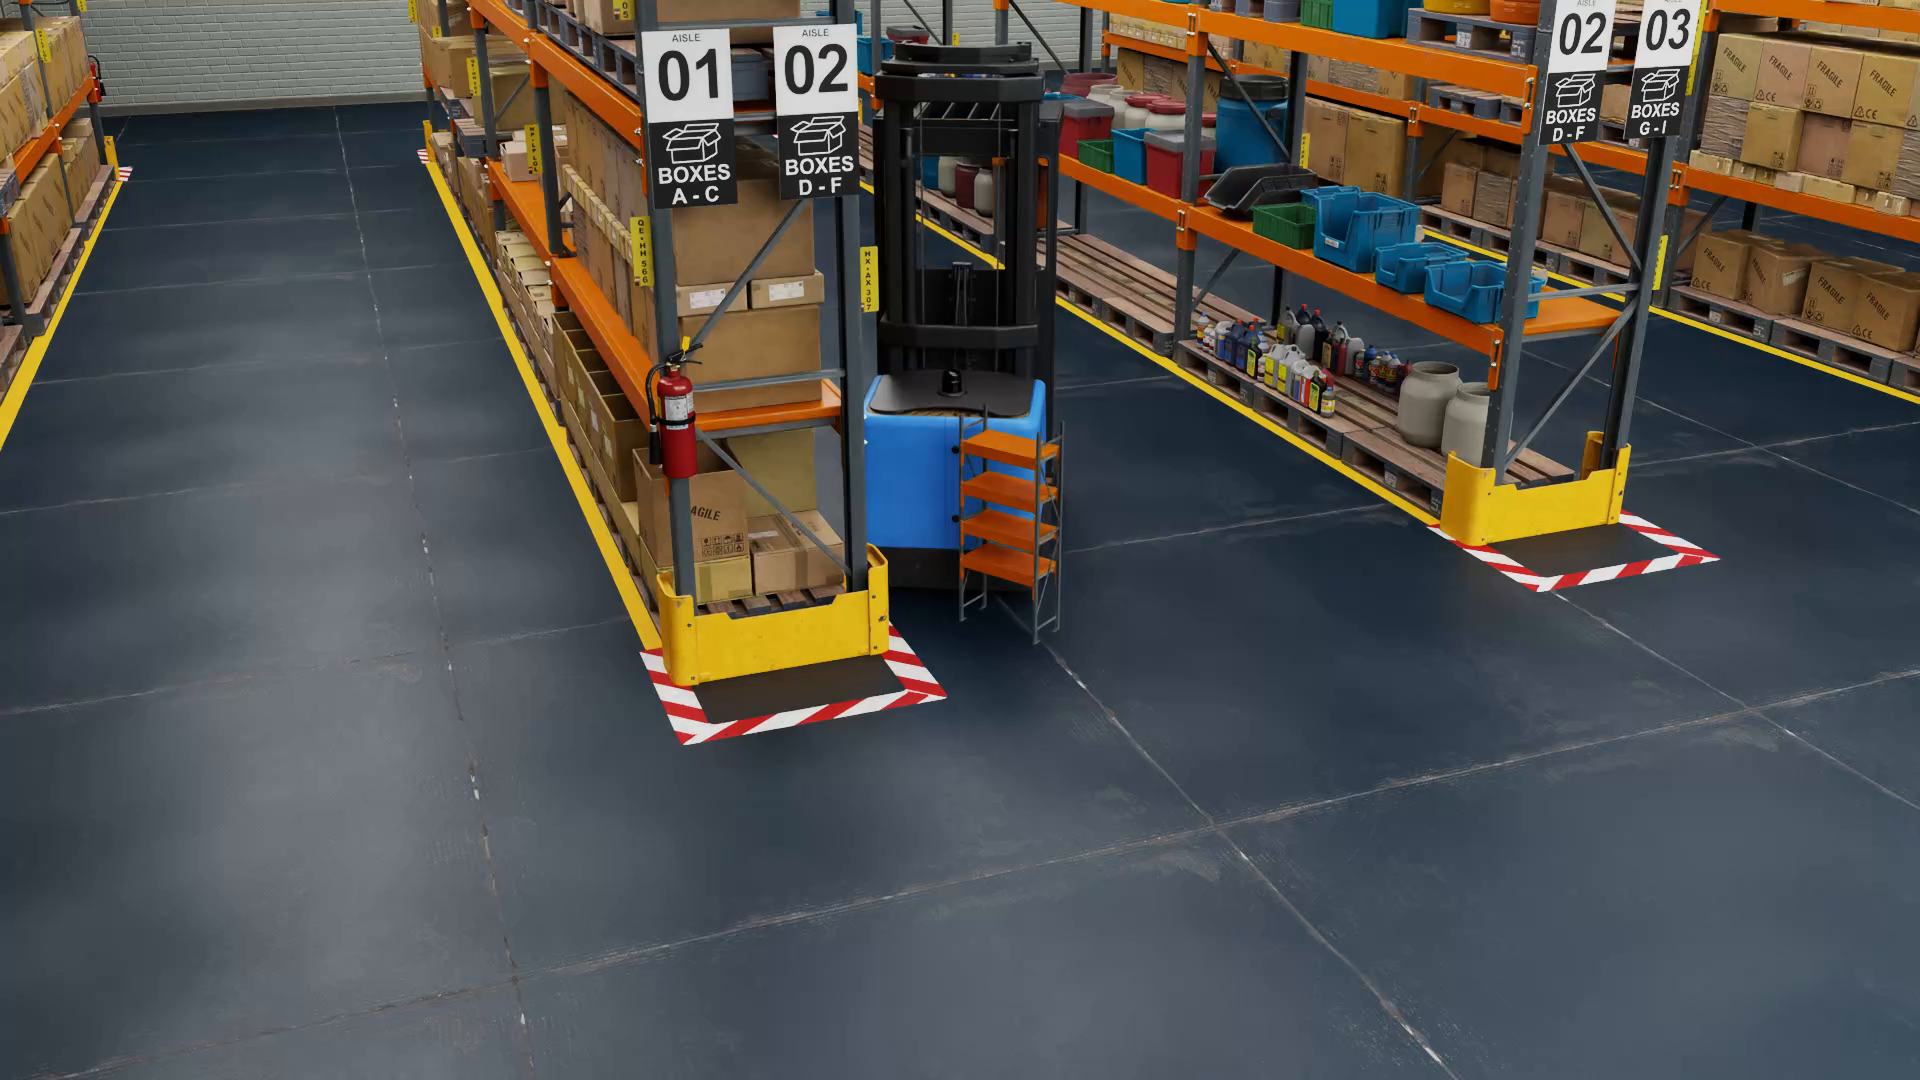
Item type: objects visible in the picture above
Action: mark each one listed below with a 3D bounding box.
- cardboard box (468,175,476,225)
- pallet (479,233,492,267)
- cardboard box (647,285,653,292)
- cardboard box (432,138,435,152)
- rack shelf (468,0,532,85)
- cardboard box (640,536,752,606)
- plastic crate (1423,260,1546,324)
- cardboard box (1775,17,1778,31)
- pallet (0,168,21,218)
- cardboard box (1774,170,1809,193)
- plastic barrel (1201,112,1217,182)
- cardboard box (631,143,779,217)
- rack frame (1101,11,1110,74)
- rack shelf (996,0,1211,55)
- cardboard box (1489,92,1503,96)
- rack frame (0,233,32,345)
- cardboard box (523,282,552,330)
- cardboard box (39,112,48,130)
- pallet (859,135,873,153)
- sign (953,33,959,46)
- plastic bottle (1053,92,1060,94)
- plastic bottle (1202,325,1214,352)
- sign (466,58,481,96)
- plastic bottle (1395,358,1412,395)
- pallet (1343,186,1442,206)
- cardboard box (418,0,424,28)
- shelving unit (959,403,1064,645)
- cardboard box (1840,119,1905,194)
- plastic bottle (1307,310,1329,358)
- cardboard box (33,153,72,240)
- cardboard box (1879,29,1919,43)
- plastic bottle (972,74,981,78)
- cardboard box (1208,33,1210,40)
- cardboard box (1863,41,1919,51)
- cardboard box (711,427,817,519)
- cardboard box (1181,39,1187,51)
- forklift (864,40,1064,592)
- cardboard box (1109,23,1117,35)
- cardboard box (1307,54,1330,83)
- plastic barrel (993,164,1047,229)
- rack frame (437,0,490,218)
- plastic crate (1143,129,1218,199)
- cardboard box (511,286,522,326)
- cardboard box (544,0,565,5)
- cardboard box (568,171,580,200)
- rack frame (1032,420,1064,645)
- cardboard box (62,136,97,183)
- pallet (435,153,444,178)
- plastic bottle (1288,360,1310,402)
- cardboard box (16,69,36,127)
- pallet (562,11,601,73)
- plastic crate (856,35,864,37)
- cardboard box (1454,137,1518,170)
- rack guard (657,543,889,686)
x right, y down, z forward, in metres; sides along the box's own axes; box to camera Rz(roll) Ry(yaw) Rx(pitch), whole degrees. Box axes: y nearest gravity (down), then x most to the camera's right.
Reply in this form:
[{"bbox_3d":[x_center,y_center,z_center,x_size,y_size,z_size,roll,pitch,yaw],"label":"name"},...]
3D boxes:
[{"bbox_3d":[-4.902,-3.607,17.597,0.500,0.500,0.500,-8,24,-18],"label":"cardboard box"},{"bbox_3d":[-4.456,-3.121,17.383,1.003,0.211,1.213,-8,24,-19],"label":"pallet"},{"bbox_3d":[-1.472,-1.425,8.806,0.380,0.149,0.250,-9,24,-20],"label":"cardboard box"},{"bbox_3d":[-6.712,-5.200,21.808,0.380,0.166,0.250,-8,24,-19],"label":"cardboard box"},{"bbox_3d":[-3.094,-4.011,12.968,1.077,0.370,4.000,-8,24,-19],"label":"rack shelf"},{"bbox_3d":[-1.440,0.139,9.057,0.500,0.250,0.500,-8,24,-19],"label":"cardboard box"},{"bbox_3d":[3.204,-1.530,10.210,0.499,0.251,0.616,-8,24,-19],"label":"plastic crate"},{"bbox_3d":[10.065,-6.332,20.428,0.380,0.149,0.250,-9,24,-20],"label":"cardboard box"},{"bbox_3d":[-8.082,-2.673,12.977,1.213,0.211,1.003,-8,24,-19],"label":"pallet"},{"bbox_3d":[7.013,-2.990,13.806,0.380,0.149,0.250,-8,24,-19],"label":"cardboard box"},{"bbox_3d":[2.115,-3.352,14.166,0.433,0.535,0.433,0,23,0],"label":"plastic barrel"},{"bbox_3d":[-1.337,-1.805,8.871,0.700,0.500,0.500,-9,24,-20],"label":"cardboard box"},{"bbox_3d":[2.642,-7.951,25.253,1.000,3.000,0.127,-8,24,-19],"label":"rack frame"},{"bbox_3d":[1.541,-4.689,14.577,1.077,0.370,4.000,-8,24,-19],"label":"rack shelf"},{"bbox_3d":[5.987,-4.904,17.354,0.700,0.500,0.500,-5,23,-11],"label":"cardboard box"},{"bbox_3d":[-8.434,-3.006,13.519,1.000,3.000,0.127,-8,24,-19],"label":"rack frame"},{"bbox_3d":[-3.163,-1.896,13.163,0.500,0.311,0.500,-8,24,-19],"label":"cardboard box"},{"bbox_3d":[-9.351,-4.180,16.603,0.380,0.149,0.250,-8,24,-18],"label":"cardboard box"},{"bbox_3d":[-1.309,-5.239,22.409,1.003,0.211,1.213,-8,24,-19],"label":"pallet"},{"bbox_3d":[-0.063,-6.021,20.316,0.100,0.325,0.005,-8,24,-19],"label":"sign"},{"bbox_3d":[0.984,-4.509,17.247,0.152,0.276,0.135,-8,24,-19],"label":"plastic bottle"},{"bbox_3d":[1.986,-1.612,13.249,0.097,0.201,0.097,0,23,0],"label":"plastic bottle"},{"bbox_3d":[-4.305,-4.106,14.741,0.100,0.325,0.005,-8,24,-19],"label":"sign"},{"bbox_3d":[3.249,-1.195,12.155,0.061,0.283,0.133,-8,24,-18],"label":"plastic bottle"},{"bbox_3d":[5.260,-4.056,19.602,1.003,0.211,1.213,-8,24,-19],"label":"pallet"},{"bbox_3d":[-6.525,-6.714,20.901,0.500,0.500,0.500,-8,24,-18],"label":"cardboard box"},{"bbox_3d":[0.269,-0.085,8.907,0.503,1.200,0.258,16,28,33],"label":"shelving unit"},{"bbox_3d":[7.535,-3.061,13.138,0.875,0.500,0.500,-8,24,-19],"label":"cardboard box"},{"bbox_3d":[2.813,-1.629,13.098,0.144,0.351,0.185,-10,25,-22],"label":"plastic bottle"},{"bbox_3d":[-9.495,-3.444,16.785,0.750,0.750,0.750,-8,24,-18],"label":"cardboard box"},{"bbox_3d":[10.657,-5.661,18.403,0.700,0.500,0.500,-9,24,-20],"label":"cardboard box"},{"bbox_3d":[0.190,-5.187,18.861,0.097,0.271,0.097,0,23,0],"label":"plastic bottle"},{"bbox_3d":[3.469,-6.878,22.517,0.500,0.250,0.500,-8,24,-17],"label":"cardboard box"},{"bbox_3d":[7.651,-3.746,13.477,0.500,0.500,0.500,-8,24,-19],"label":"cardboard box"},{"bbox_3d":[-1.134,-0.459,9.510,0.500,0.500,0.500,-8,24,-19],"label":"cardboard box"},{"bbox_3d":[3.277,-6.822,22.897,0.380,0.149,0.250,-8,24,-18],"label":"cardboard box"},{"bbox_3d":[0.059,-1.593,10.257,1.130,2.935,3.031,2,23,5],"label":"forklift"},{"bbox_3d":[2.459,-7.661,24.888,0.380,0.149,0.250,-8,24,-18],"label":"cardboard box"},{"bbox_3d":[4.526,-5.791,19.999,0.500,0.500,0.500,-8,24,-18],"label":"cardboard box"},{"bbox_3d":[0.646,-3.734,17.500,0.600,0.830,0.708,-8,24,-19],"label":"plastic barrel"},{"bbox_3d":[-5.214,-5.140,18.583,1.000,3.000,0.127,-8,24,-19],"label":"rack frame"},{"bbox_3d":[1.790,-3.075,13.601,0.402,0.464,0.583,-8,24,-19],"label":"plastic crate"},{"bbox_3d":[-3.523,-2.012,14.161,0.500,0.250,0.500,-9,24,-20],"label":"cardboard box"},{"bbox_3d":[-2.266,-3.417,10.027,0.500,0.311,0.500,-10,25,-22],"label":"cardboard box"},{"bbox_3d":[-2.385,-2.363,11.030,0.380,0.149,0.250,-8,24,-18],"label":"cardboard box"},{"bbox_3d":[0.466,-0.029,8.775,0.015,1.200,0.240,16,28,33],"label":"rack frame"},{"bbox_3d":[-10.742,-4.532,19.817,0.700,0.500,0.500,-8,24,-19],"label":"cardboard box"},{"bbox_3d":[-6.317,-4.991,21.821,1.003,0.211,1.213,-8,24,-19],"label":"pallet"},{"bbox_3d":[2.489,-1.159,12.077,0.152,0.276,0.135,-9,24,-20],"label":"plastic bottle"},{"bbox_3d":[-9.089,-4.151,15.698,0.500,0.500,0.500,-8,24,-19],"label":"cardboard box"},{"bbox_3d":[-1.635,-2.826,9.344,1.003,0.211,1.213,-8,24,-19],"label":"pallet"},{"bbox_3d":[-1.534,-6.906,23.036,0.396,0.136,0.243,-8,24,-19],"label":"plastic crate"},{"bbox_3d":[5.733,-4.202,18.043,0.500,0.250,0.500,-7,24,-17],"label":"cardboard box"},{"bbox_3d":[-0.966,0.381,8.703,1.175,0.500,0.348,-8,24,-19],"label":"rack guard"}]
